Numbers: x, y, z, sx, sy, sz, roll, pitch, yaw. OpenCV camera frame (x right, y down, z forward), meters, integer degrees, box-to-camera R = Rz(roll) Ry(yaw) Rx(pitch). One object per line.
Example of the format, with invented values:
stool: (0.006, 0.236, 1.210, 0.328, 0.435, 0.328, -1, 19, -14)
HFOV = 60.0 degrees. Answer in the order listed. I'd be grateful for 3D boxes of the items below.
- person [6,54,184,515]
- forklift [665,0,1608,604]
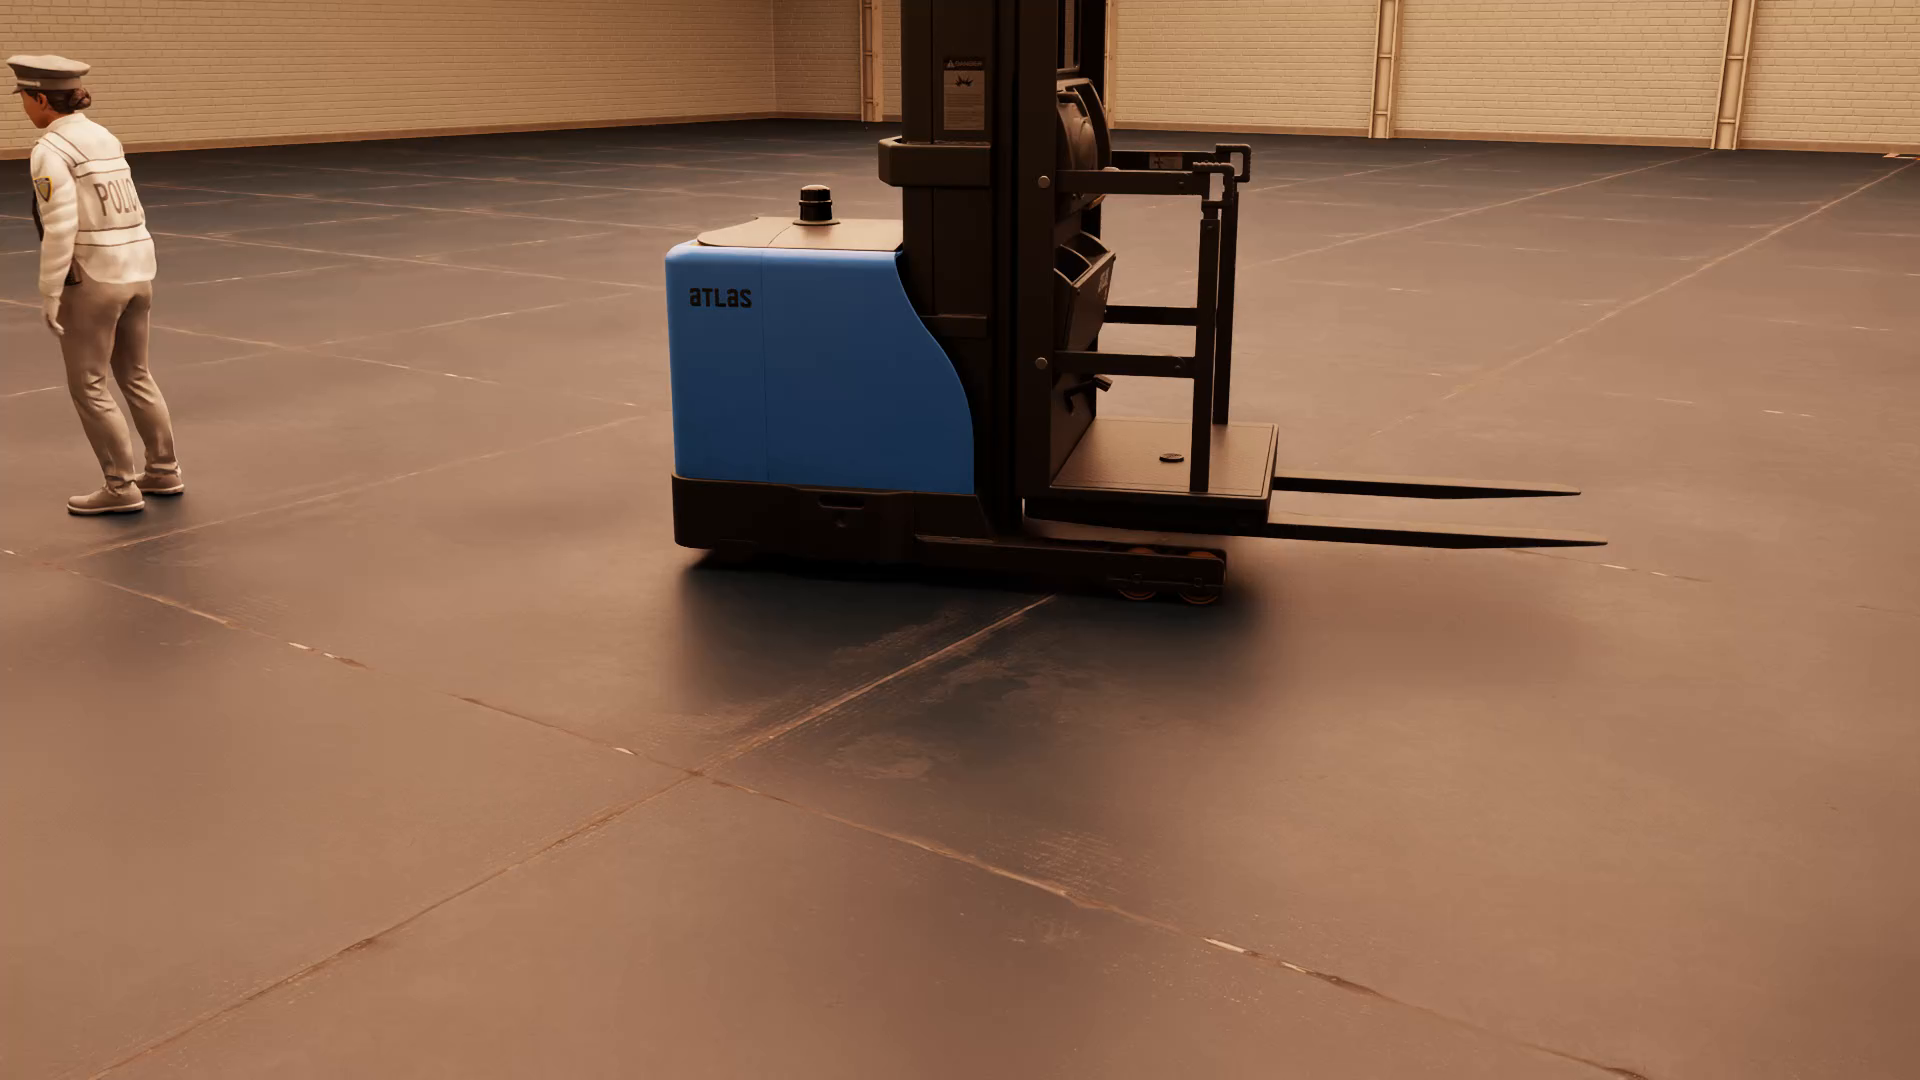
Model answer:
person: (-3.200, -0.935, 6.170, 0.369, 1.667, 0.547, 2, 17, 7)
forklift: (0.595, -1.367, 5.404, 3.031, 2.935, 1.130, 4, 17, 12)
